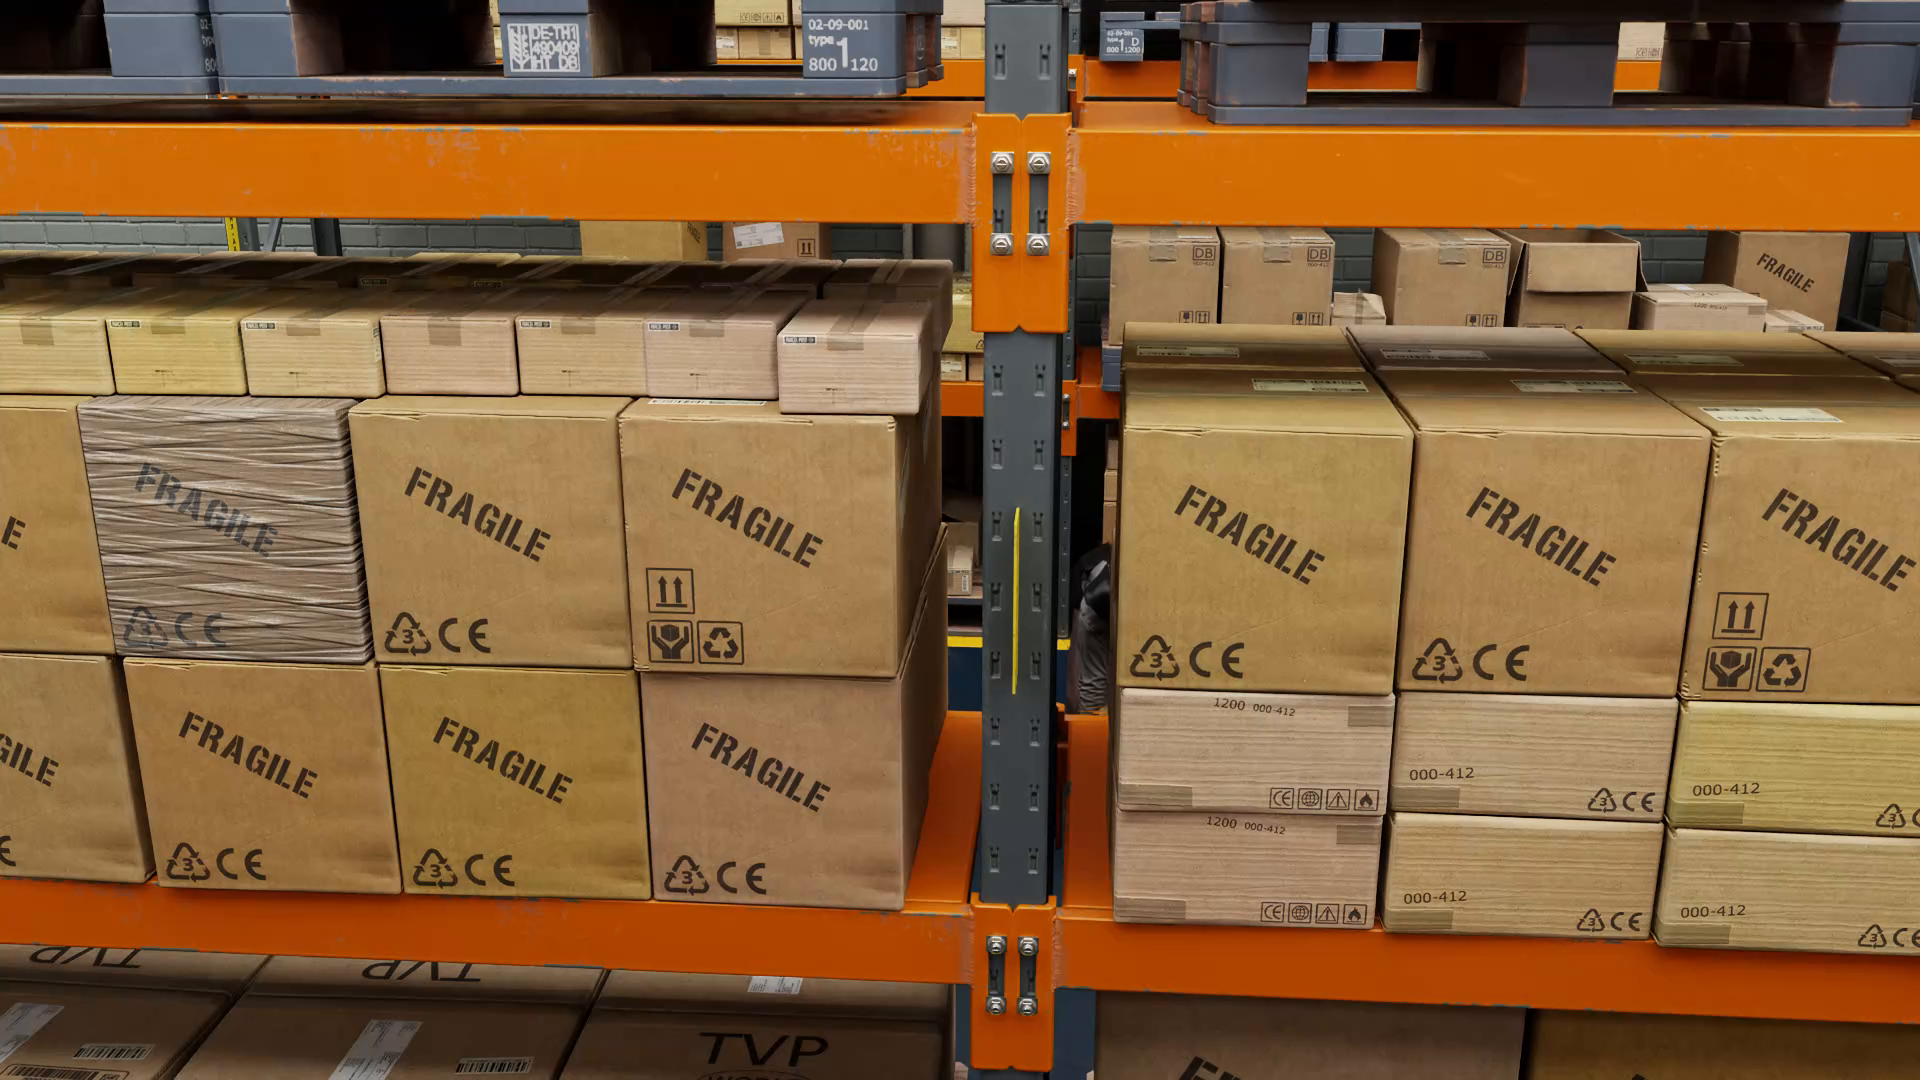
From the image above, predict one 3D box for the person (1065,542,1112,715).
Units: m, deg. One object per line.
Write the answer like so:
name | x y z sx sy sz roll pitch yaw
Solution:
person | 0.657 0.564 6.342 0.499 1.093 0.948 0 17 1
